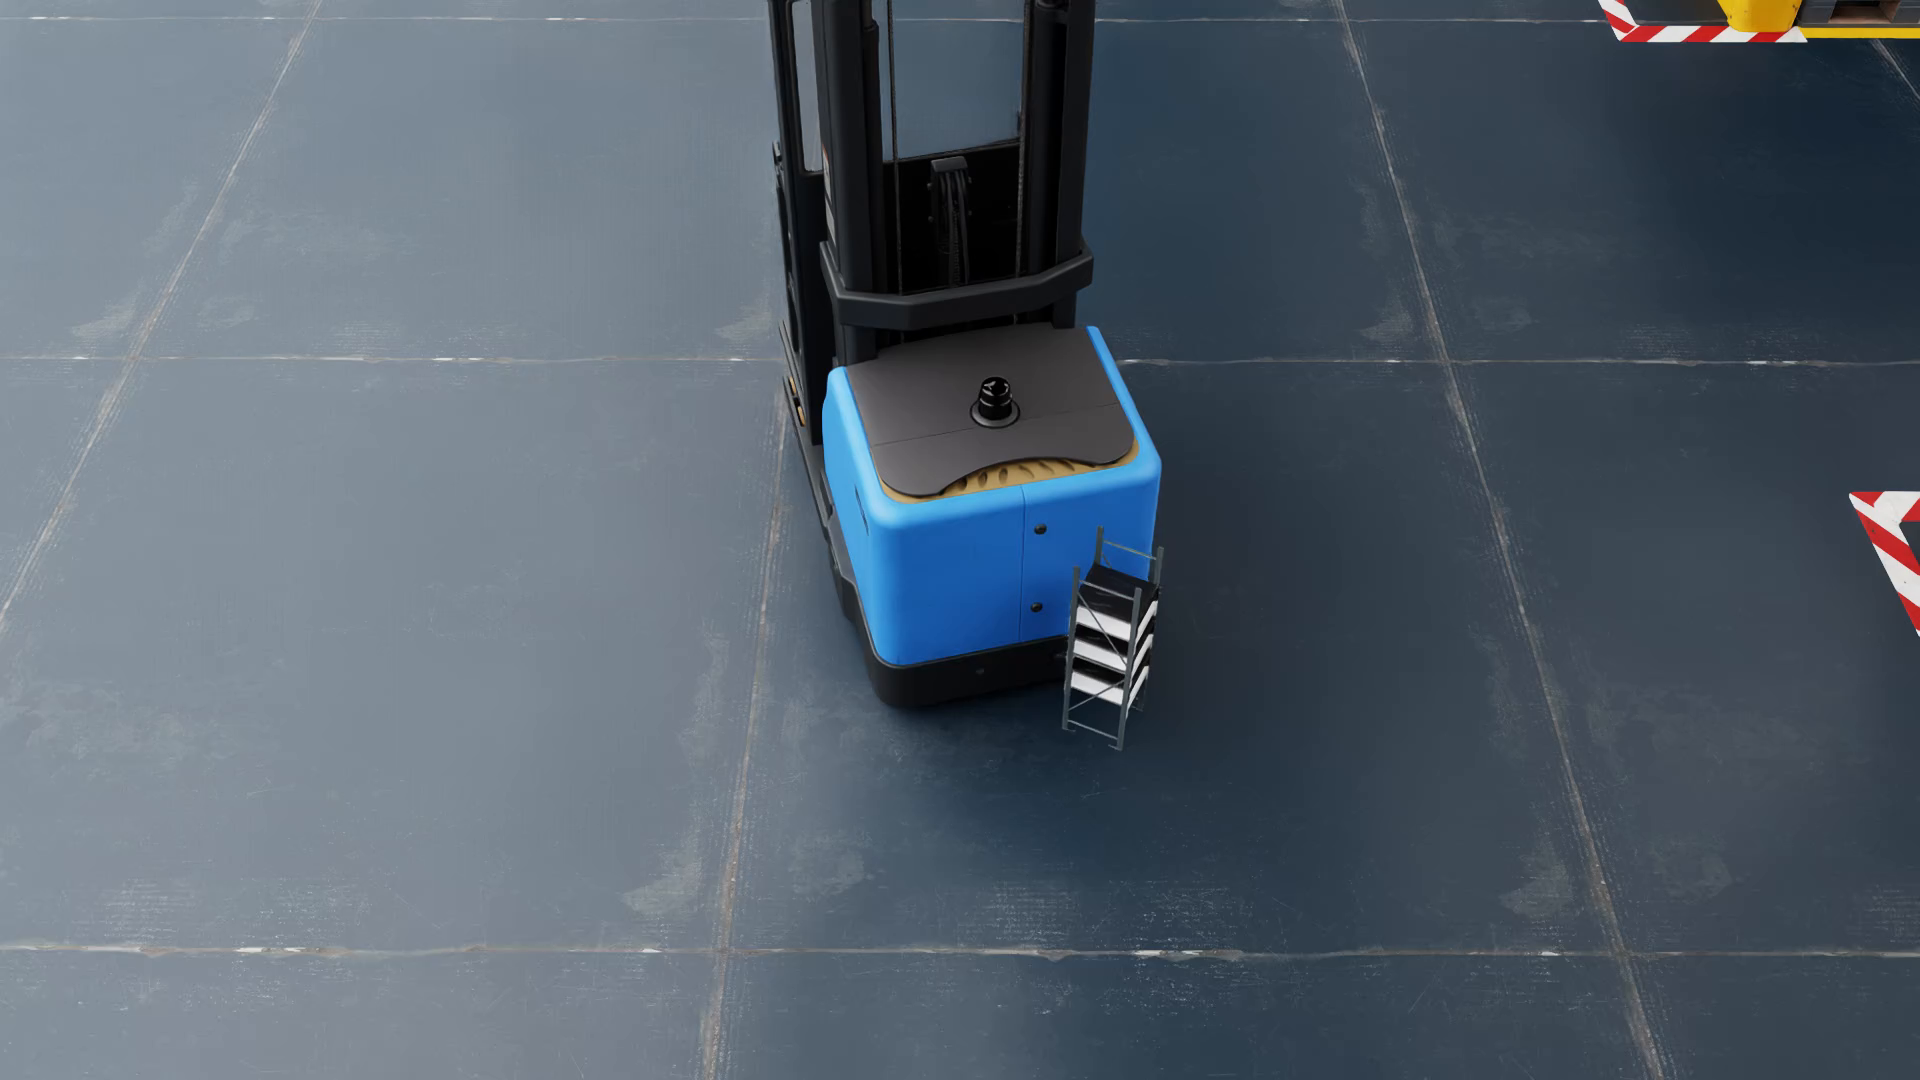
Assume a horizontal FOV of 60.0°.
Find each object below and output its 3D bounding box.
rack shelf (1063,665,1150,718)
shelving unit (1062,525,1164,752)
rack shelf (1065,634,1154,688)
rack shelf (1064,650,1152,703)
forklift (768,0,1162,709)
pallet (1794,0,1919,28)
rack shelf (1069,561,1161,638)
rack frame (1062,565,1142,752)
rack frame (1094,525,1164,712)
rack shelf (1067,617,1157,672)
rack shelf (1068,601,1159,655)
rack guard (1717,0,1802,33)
[{"bbox_3d":[0.531,0.509,6.033,0.258,0.077,0.200,20,50,17],"label":"rack shelf"},{"bbox_3d":[0.531,0.364,5.877,0.258,0.900,0.210,20,50,17],"label":"shelving unit"},{"bbox_3d":[0.531,0.387,5.902,0.258,0.077,0.200,20,50,17],"label":"rack shelf"},{"bbox_3d":[0.531,0.448,5.968,0.258,0.077,0.200,20,50,17],"label":"rack shelf"},{"bbox_3d":[-0.153,-1.477,6.203,1.130,2.935,3.031,-10,48,-10],"label":"forklift"},{"bbox_3d":[5.429,-3.385,9.838,1.213,0.211,1.003,0,47,0],"label":"pallet"},{"bbox_3d":[0.531,0.203,5.704,0.258,0.077,0.200,20,50,17],"label":"rack shelf"},{"bbox_3d":[0.487,0.431,5.815,0.240,0.900,0.006,20,50,17],"label":"rack frame"},{"bbox_3d":[0.576,0.297,5.940,0.240,0.900,0.006,20,50,17],"label":"rack frame"},{"bbox_3d":[0.531,0.325,5.836,0.258,0.077,0.200,20,50,17],"label":"rack shelf"},{"bbox_3d":[0.531,0.264,5.770,0.258,0.077,0.200,20,50,17],"label":"rack shelf"},{"bbox_3d":[4.617,-3.512,9.758,0.348,0.500,1.175,0,47,0],"label":"rack guard"}]
